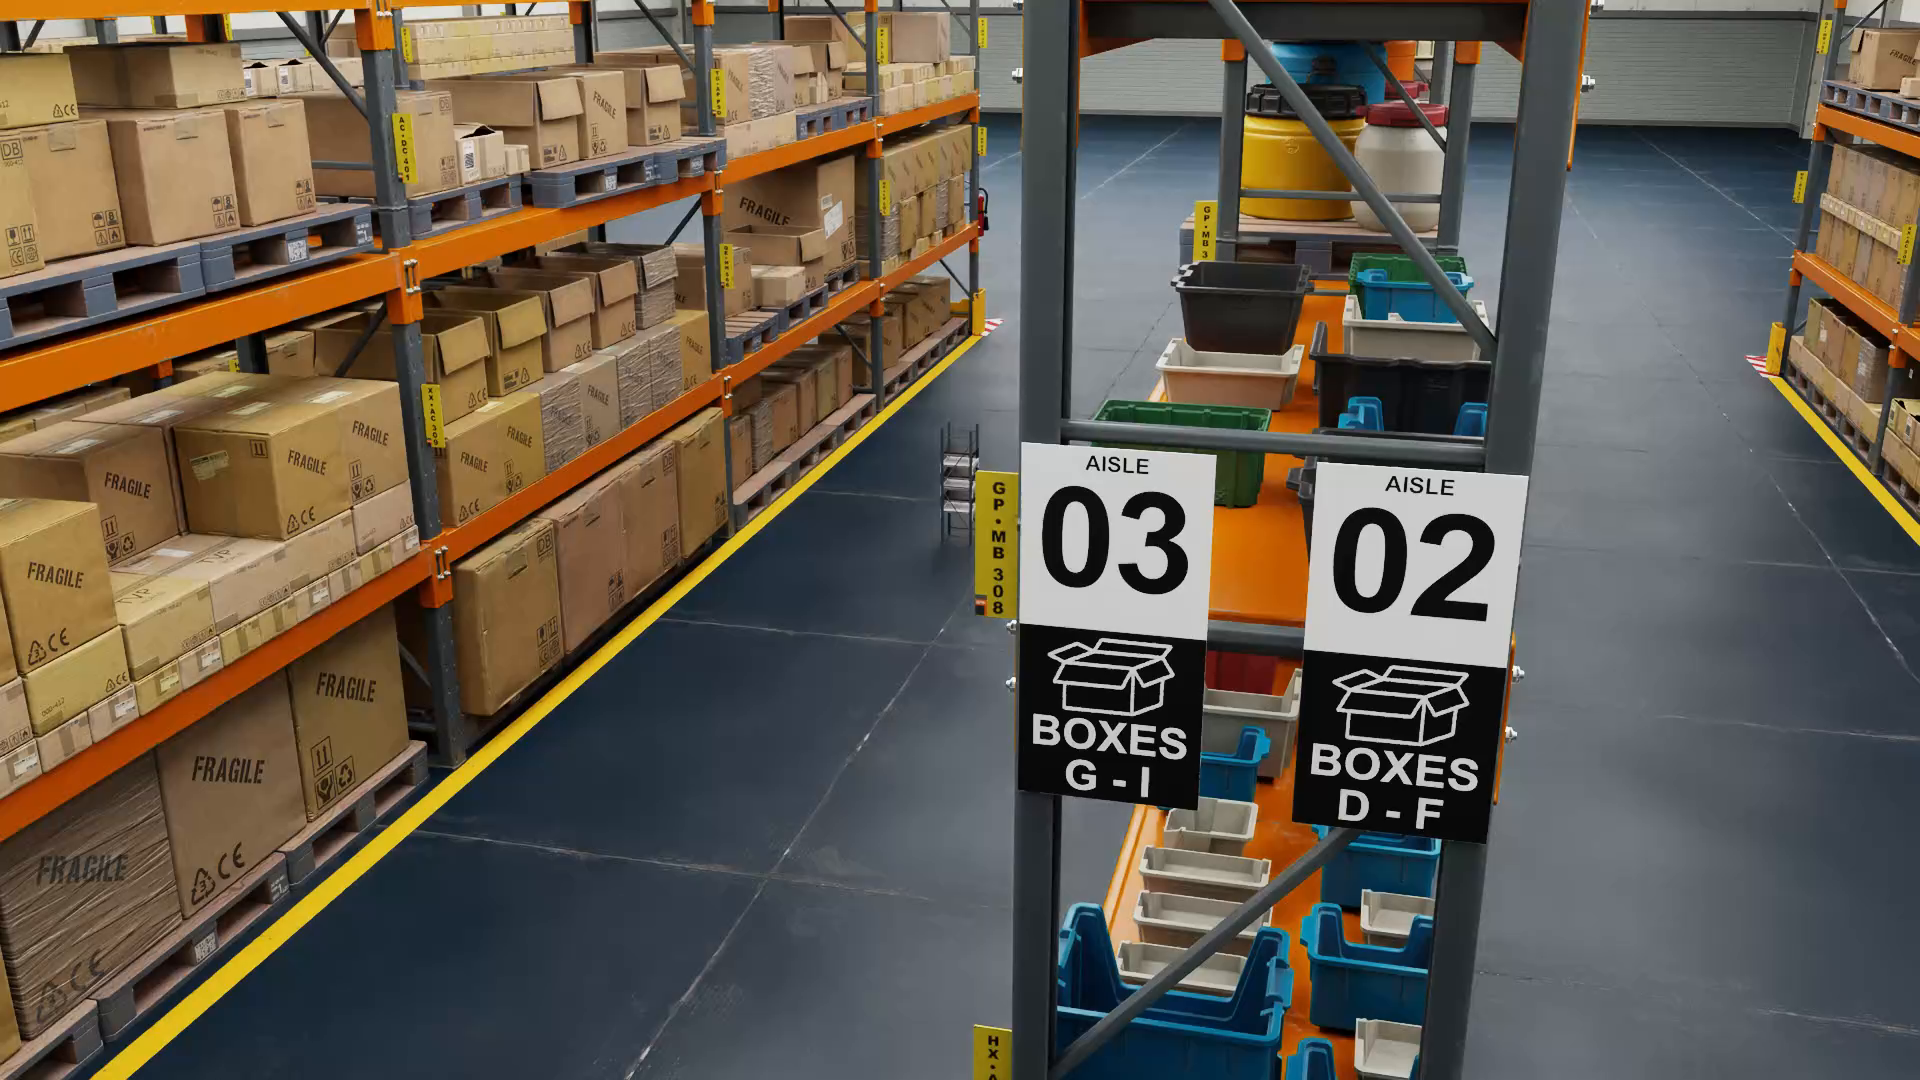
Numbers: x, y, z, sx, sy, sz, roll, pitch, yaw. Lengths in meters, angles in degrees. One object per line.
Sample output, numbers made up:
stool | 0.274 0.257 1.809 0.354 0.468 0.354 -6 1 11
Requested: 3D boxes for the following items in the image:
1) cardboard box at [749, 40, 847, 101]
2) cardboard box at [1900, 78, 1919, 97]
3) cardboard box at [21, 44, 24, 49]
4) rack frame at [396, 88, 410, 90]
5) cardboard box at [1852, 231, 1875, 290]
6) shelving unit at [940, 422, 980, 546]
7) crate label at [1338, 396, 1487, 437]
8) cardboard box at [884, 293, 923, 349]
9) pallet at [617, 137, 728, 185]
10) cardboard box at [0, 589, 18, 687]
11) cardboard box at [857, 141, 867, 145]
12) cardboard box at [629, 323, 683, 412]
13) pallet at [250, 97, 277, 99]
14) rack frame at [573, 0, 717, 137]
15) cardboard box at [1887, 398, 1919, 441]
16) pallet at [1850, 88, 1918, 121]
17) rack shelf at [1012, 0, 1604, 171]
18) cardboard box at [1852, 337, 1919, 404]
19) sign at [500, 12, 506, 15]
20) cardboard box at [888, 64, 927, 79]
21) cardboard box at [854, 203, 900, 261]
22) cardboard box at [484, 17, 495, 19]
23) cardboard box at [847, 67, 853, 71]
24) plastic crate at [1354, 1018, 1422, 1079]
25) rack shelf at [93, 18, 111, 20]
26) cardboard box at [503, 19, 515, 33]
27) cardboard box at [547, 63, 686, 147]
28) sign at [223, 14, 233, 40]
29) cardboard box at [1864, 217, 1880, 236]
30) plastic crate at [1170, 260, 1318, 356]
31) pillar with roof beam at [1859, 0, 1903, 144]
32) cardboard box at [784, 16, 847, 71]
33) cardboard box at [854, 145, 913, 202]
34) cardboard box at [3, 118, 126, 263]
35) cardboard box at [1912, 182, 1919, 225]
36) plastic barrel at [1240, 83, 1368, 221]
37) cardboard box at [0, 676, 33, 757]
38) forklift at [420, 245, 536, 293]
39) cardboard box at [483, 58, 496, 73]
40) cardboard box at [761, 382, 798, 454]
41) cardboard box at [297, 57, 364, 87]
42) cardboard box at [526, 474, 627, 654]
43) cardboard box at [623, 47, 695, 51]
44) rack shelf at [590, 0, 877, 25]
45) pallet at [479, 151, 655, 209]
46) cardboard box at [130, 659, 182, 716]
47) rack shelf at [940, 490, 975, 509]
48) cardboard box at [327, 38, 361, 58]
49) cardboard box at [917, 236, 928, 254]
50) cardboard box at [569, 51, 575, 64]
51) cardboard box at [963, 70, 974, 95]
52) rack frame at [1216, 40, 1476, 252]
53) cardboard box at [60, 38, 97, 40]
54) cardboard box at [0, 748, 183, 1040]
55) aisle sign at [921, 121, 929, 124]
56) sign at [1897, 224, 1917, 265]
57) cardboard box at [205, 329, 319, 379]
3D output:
cardboard box | -1.463 -4.259 15.066 0.797 0.503 0.637 4 19 11
cardboard box | 8.383 -3.913 14.386 0.380 0.149 0.250 5 19 13
cardboard box | -10.433 -5.349 18.221 0.380 0.149 0.250 5 20 15
rack frame | -6.037 -3.155 17.284 1.000 3.000 0.127 5 19 13
cardboard box | 8.828 -2.618 15.558 0.700 0.500 0.500 5 20 15
shelving unit | -0.002 -0.423 12.535 0.258 0.900 0.210 5 19 13
crate label | 1.158 -0.192 4.199 0.408 0.251 0.502 5 19 13
cardboard box | -0.728 -2.422 18.355 0.500 0.500 0.500 7 20 18
pallet | -2.335 -2.602 11.316 1.213 0.211 1.003 6 20 16
cardboard box | -3.683 0.319 5.724 0.500 0.500 0.500 4 19 12
cardboard box | -1.165 -3.869 17.213 0.500 0.500 0.500 5 19 13
cardboard box | -2.237 -1.195 11.391 0.500 0.500 0.500 4 19 13
pallet | -6.638 -3.788 14.789 1.003 0.211 1.213 6 20 16
rack frame | -2.229 -4.317 11.404 1.000 3.000 0.127 5 19 13
cardboard box | 8.011 -1.001 13.715 0.500 0.311 0.500 5 19 14
pallet | 8.836 -3.976 15.185 1.003 0.211 1.213 5 19 13
rack shelf | 1.107 -1.515 4.934 1.077 0.370 4.000 5 19 13
cardboard box | 8.388 -1.519 14.938 0.500 0.500 0.500 5 19 13
sign | -5.597 -6.325 20.449 0.100 0.325 0.005 5 19 13
cardboard box | -0.562 -4.841 17.196 0.380 0.149 0.250 5 20 15
cardboard box | -1.082 -3.056 16.379 0.875 0.500 0.500 5 19 13
cardboard box | -5.637 -6.015 19.368 0.380 0.149 0.250 5 19 14
cardboard box | -1.279 -4.644 16.618 0.380 0.149 0.250 4 19 12
plastic crate | 1.157 1.372 4.346 0.250 0.136 0.298 5 19 13
rack shelf | -7.503 -3.584 10.989 1.077 0.370 4.000 5 19 13
cardboard box | -5.186 -5.722 18.510 0.380 0.149 0.250 5 19 14
cardboard box | -2.309 -2.948 11.228 0.797 0.503 0.637 6 20 17
sign | -9.351 -6.556 21.231 0.100 0.325 0.005 5 19 13
cardboard box | 8.585 -2.886 15.338 0.380 0.149 0.250 5 20 15
plastic crate | 1.027 -0.823 6.018 0.497 0.269 0.590 5 19 13
pillar with roof beam | 16.492 -13.225 37.486 9.100 9.000 0.400 5 19 13
cardboard box | -1.389 -4.737 15.886 0.500 0.500 0.500 4 19 12
cardboard box | -0.775 -3.671 16.632 0.500 0.500 0.500 5 19 13
cardboard box | -3.741 -1.366 6.447 0.700 0.500 0.500 6 20 16
cardboard box | 8.455 -2.749 13.933 0.700 0.500 0.500 5 19 14
plastic barrel | 1.622 -1.842 7.859 0.600 0.588 0.600 0 19 0
cardboard box | -3.684 0.667 5.865 0.500 0.250 0.500 4 19 13
forklift | -4.259 -1.998 14.002 1.130 2.935 3.031 5 19 14
cardboard box | -5.309 -5.188 18.180 0.380 0.149 0.250 5 19 13
cardboard box | -1.830 -1.068 14.360 0.700 0.500 0.500 6 20 18
cardboard box | -6.055 -4.516 16.054 0.500 0.250 0.500 5 19 14
cardboard box | -2.852 0.100 10.391 1.225 0.875 0.875 4 19 11
cardboard box | -2.241 -3.512 12.761 0.500 0.500 0.500 5 19 13
rack shelf | -1.741 -4.414 13.420 1.077 0.370 4.000 5 19 13
pallet | -2.606 -2.251 10.289 1.003 0.211 1.213 6 20 16
cardboard box | -3.403 0.581 6.734 0.380 0.149 0.250 4 19 12
rack shelf | -0.002 -0.307 12.575 0.258 0.077 0.200 5 19 13
cardboard box | -6.166 -5.065 17.202 0.500 0.250 0.500 4 19 13
cardboard box | -0.554 -3.128 17.592 0.380 0.149 0.250 5 19 13
cardboard box | -4.812 -5.824 20.043 0.380 0.149 0.250 5 19 13
cardboard box | -0.146 -5.163 18.753 0.500 0.250 0.500 5 20 15
rack frame | 1.596 -2.672 6.588 1.000 3.000 0.127 5 19 13
cardboard box | -10.581 -5.963 20.020 0.380 0.149 0.250 5 20 15
cardboard box | -3.883 1.344 6.749 0.875 0.875 0.875 5 19 13
aisle sign | -0.551 -5.259 19.421 0.394 0.787 0.004 5 19 13
sign | 7.814 -2.439 13.725 0.100 0.325 0.005 5 19 13
cardboard box | -6.568 -1.493 15.250 1.050 0.750 0.750 5 19 14
